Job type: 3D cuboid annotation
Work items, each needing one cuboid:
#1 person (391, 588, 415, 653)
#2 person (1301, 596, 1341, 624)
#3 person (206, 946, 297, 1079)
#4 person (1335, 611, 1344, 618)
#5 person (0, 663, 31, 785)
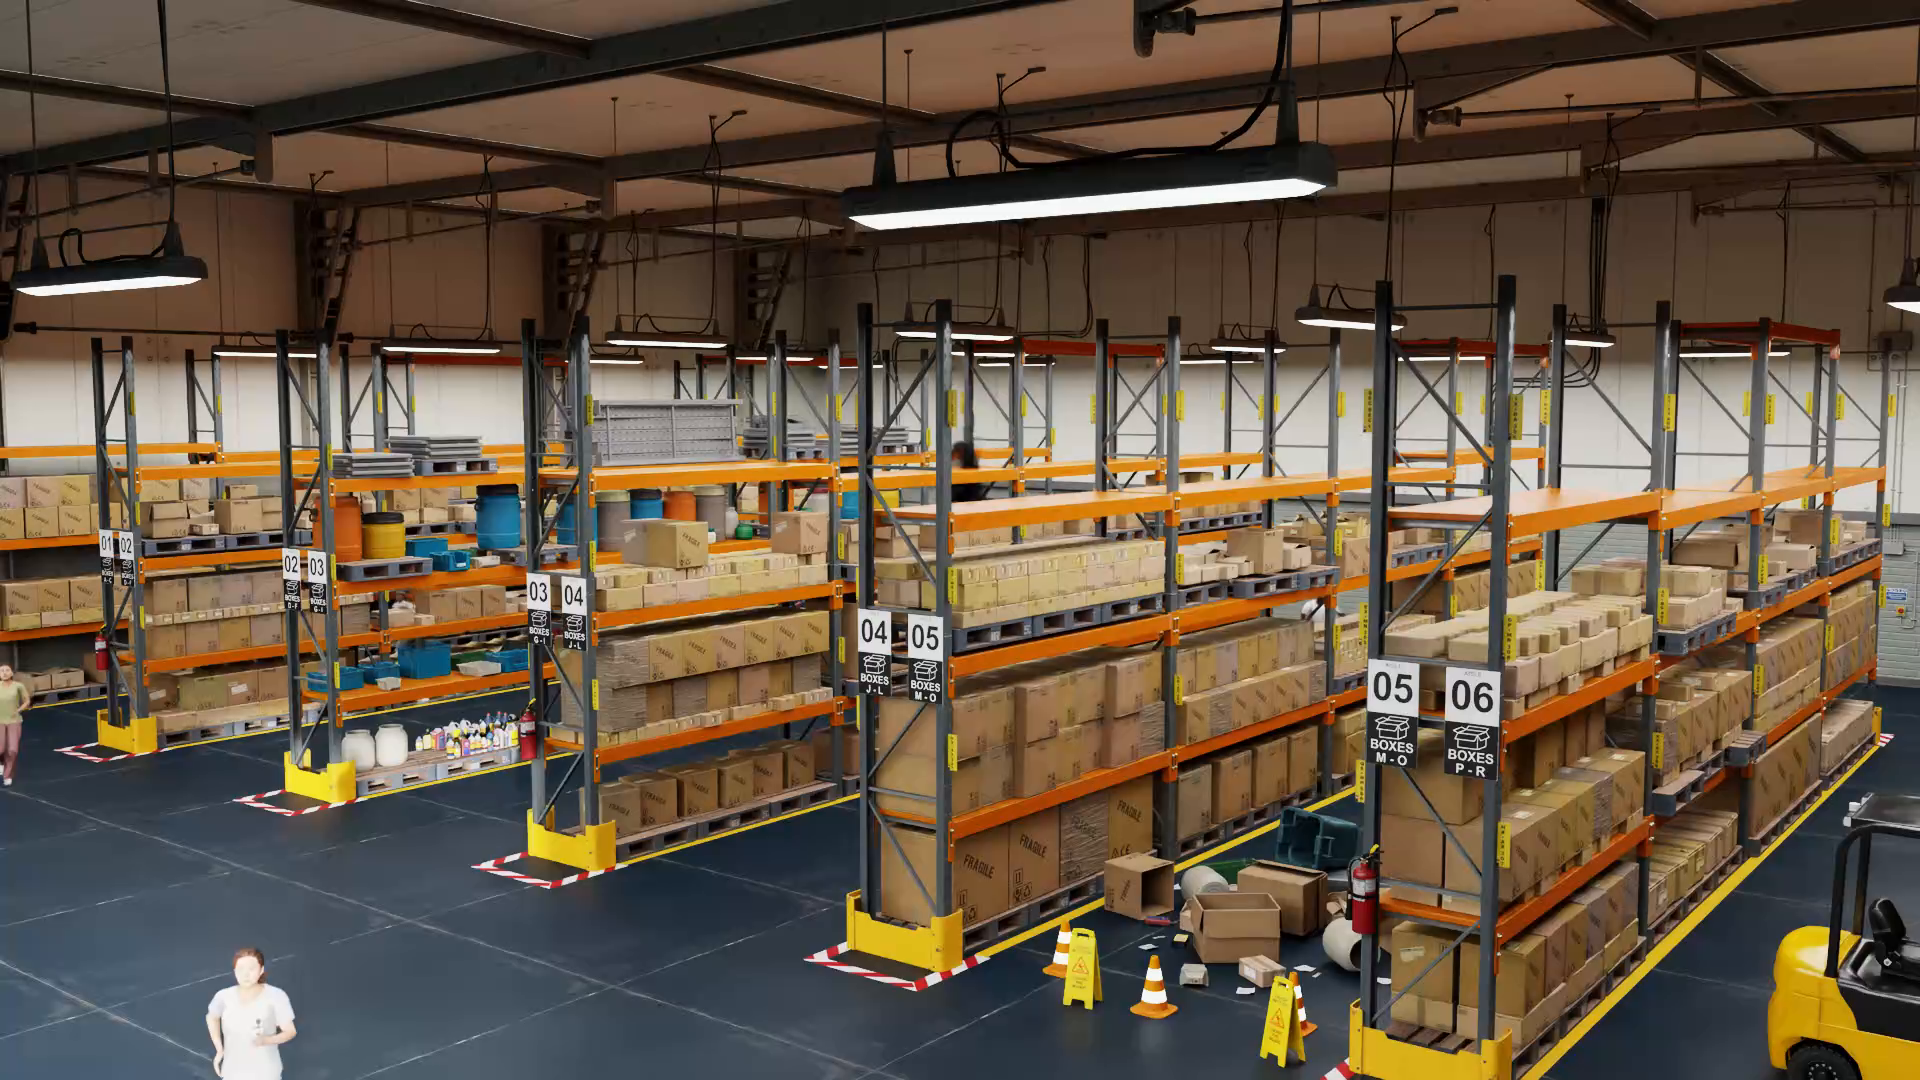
[{"bbox_3d":[-10.096,1.710,30.140,0.590,1.740,0.726,3,6,33],"label":"person"},{"bbox_3d":[6.580,1.680,30.166,0.703,1.736,0.605,0,5,0],"label":"person"},{"bbox_3d":[-4.469,3.410,10.500,0.551,1.719,0.742,-2,5,-17],"label":"person"},{"bbox_3d":[6.076,1.989,26.833,0.631,1.727,0.822,4,6,37],"label":"person"},{"bbox_3d":[-12.654,2.485,22.074,0.578,1.538,0.547,-3,6,-28],"label":"person"}]
